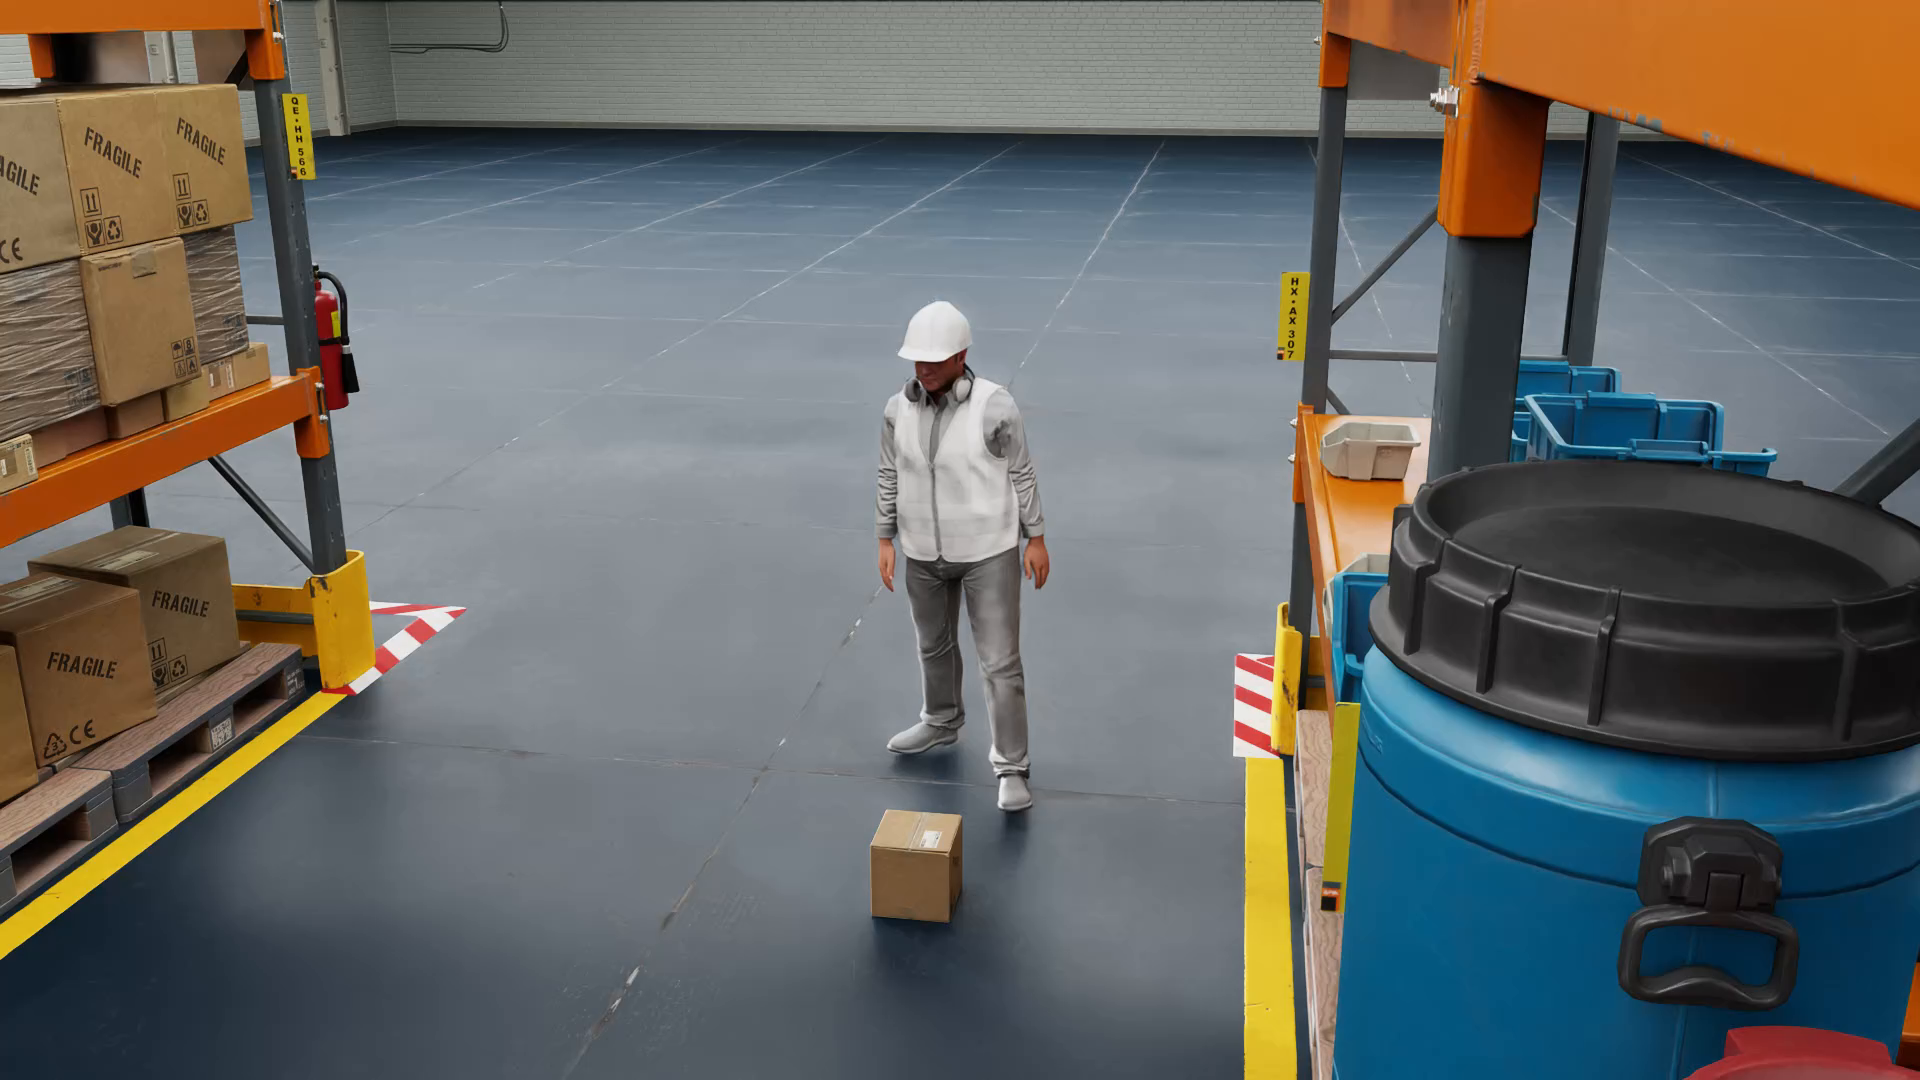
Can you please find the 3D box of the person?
[{"bbox_3d":[0.015,0.035,5.855,0.711,1.753,0.643,7,19,22],"label":"person"}]
